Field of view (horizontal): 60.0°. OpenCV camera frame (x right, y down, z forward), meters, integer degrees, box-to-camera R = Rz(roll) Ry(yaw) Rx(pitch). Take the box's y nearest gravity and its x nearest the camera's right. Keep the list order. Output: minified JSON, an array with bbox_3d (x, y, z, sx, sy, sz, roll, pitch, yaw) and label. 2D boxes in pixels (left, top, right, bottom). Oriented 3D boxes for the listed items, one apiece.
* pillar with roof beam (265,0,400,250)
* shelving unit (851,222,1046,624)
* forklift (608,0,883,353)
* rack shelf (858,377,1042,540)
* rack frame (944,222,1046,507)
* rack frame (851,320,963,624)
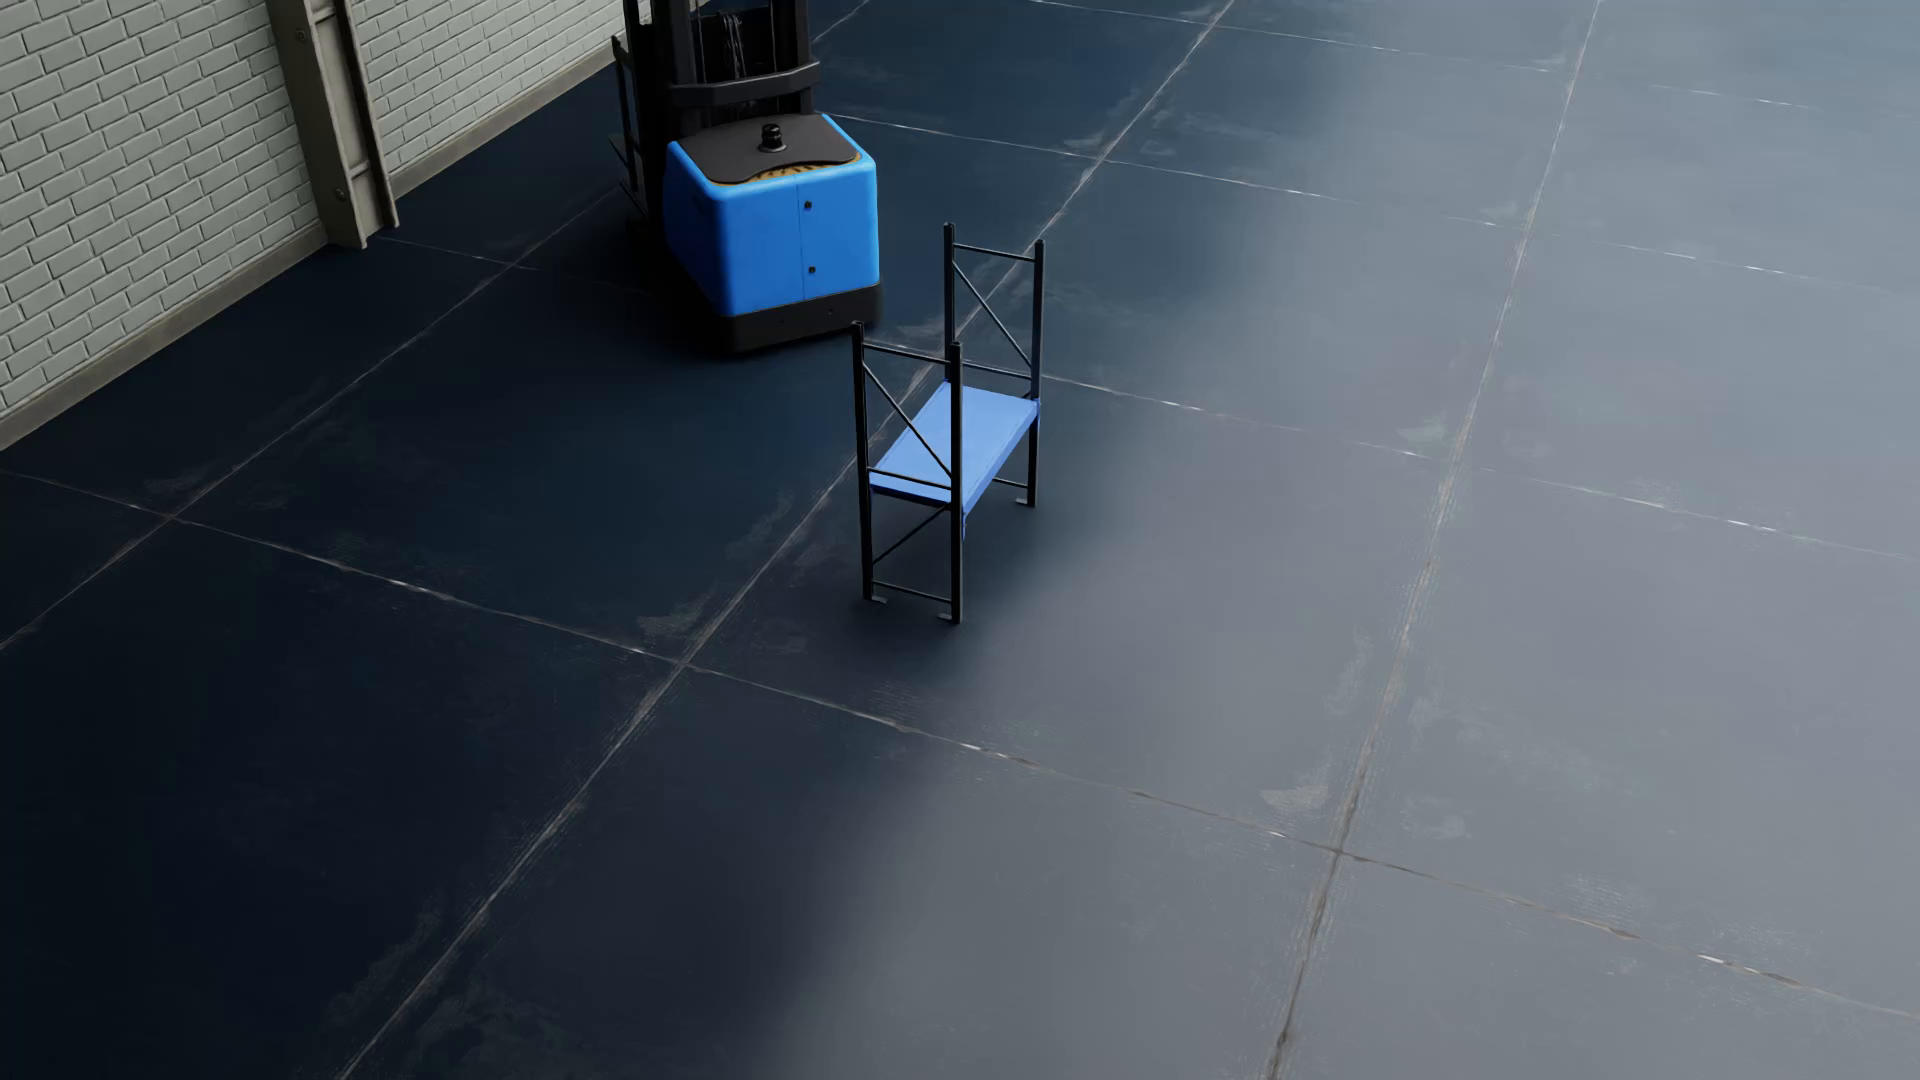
[{"bbox_3d":[-0.001,-4.670,7.083,9.100,9.000,0.400,14,39,18],"label":"pillar with roof beam"},{"bbox_3d":[-0.032,-0.554,7.839,0.538,1.500,1.048,14,39,18],"label":"shelving unit"},{"bbox_3d":[-1.549,-3.140,10.104,1.130,2.935,3.031,-16,40,-20],"label":"forklift"},{"bbox_3d":[-0.032,-0.409,7.947,0.538,0.185,1.000,14,39,18],"label":"rack shelf"},{"bbox_3d":[0.161,-0.835,8.216,0.500,1.500,0.032,14,39,18],"label":"rack frame"},{"bbox_3d":[-0.226,-0.272,7.463,0.500,1.500,0.032,14,39,18],"label":"rack frame"}]
